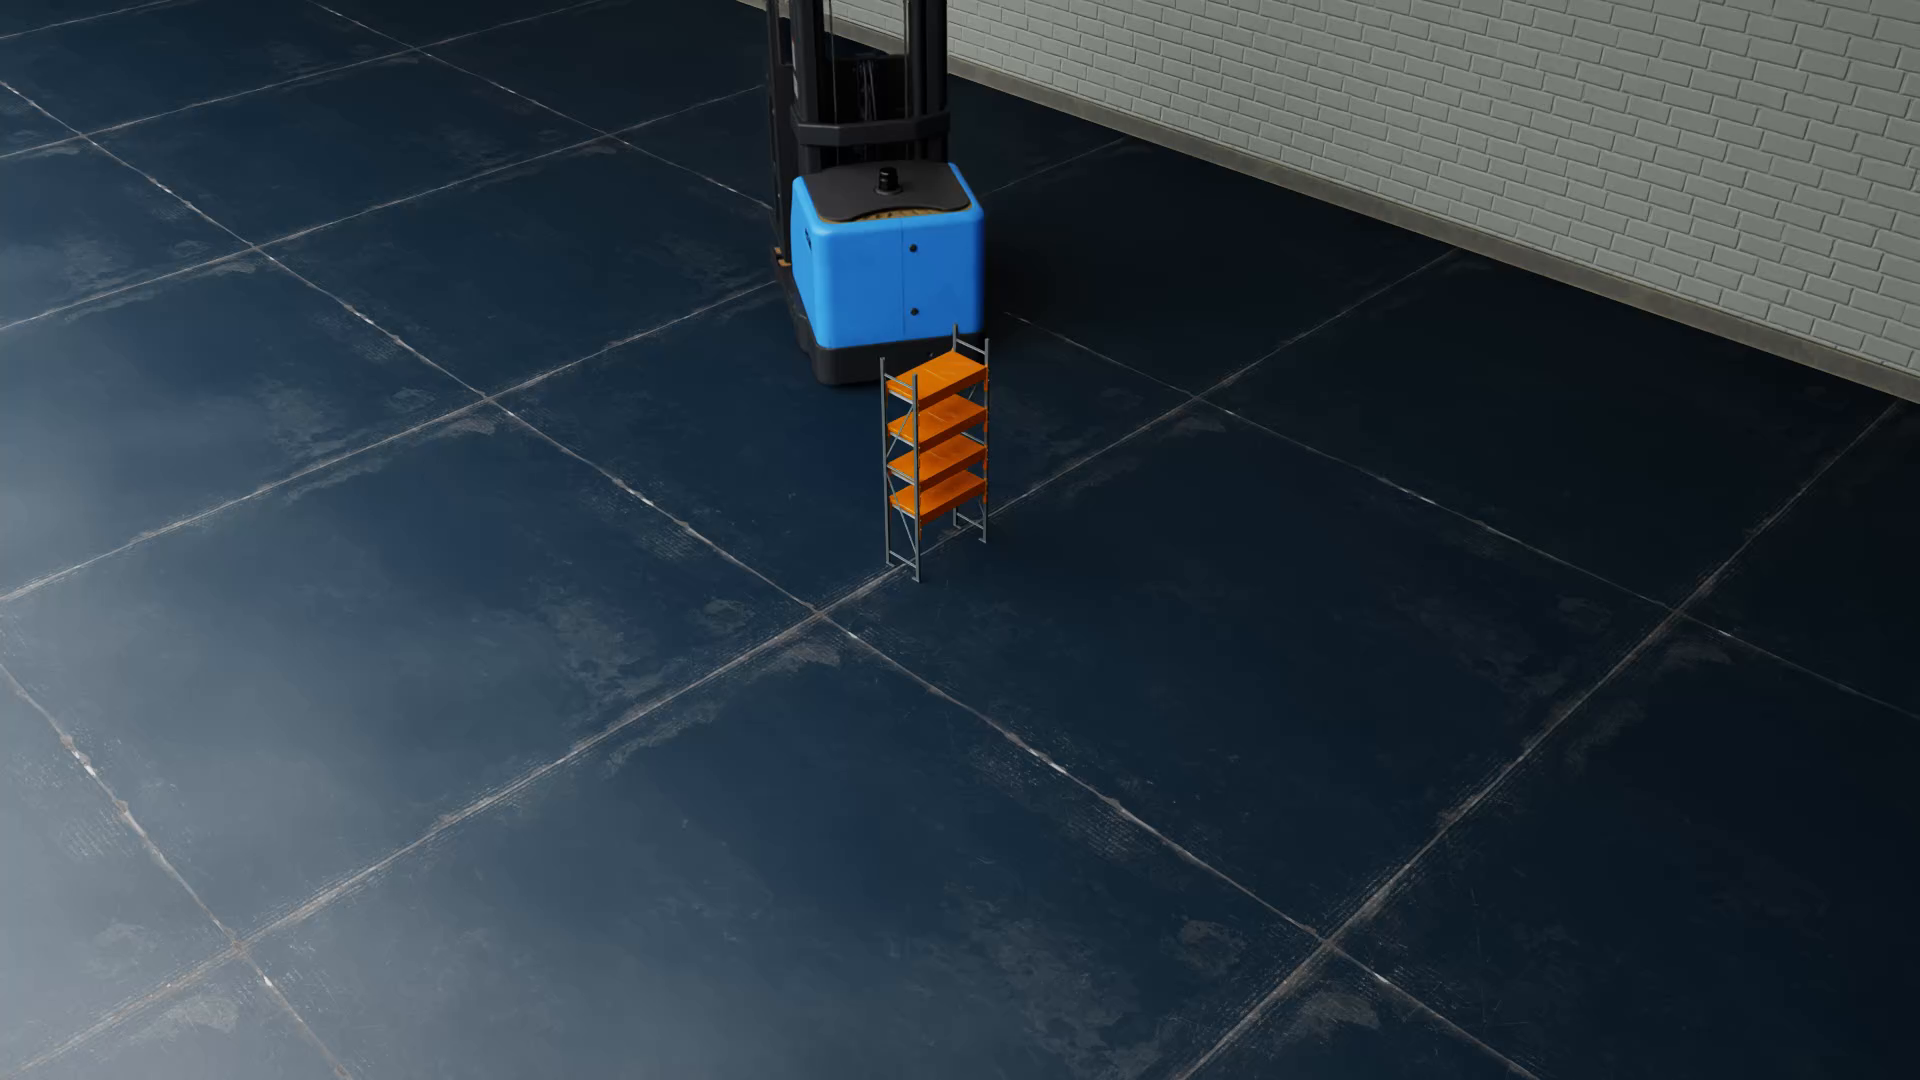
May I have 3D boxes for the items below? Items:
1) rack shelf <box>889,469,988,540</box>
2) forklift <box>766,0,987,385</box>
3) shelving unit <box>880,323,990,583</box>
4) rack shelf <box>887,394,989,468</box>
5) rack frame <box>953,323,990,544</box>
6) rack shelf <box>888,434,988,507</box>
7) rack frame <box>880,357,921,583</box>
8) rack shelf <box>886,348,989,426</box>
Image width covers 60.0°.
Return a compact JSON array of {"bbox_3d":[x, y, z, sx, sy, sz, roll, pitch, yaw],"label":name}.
[{"bbox_3d":[-0.117,-0.207,8.453,0.258,0.148,0.480,30,45,35],"label":"rack shelf"},{"bbox_3d":[-0.676,-2.970,10.437,1.130,2.935,3.031,-8,36,-11],"label":"forklift"},{"bbox_3d":[-0.117,-0.425,8.301,0.258,1.200,0.503,30,45,35],"label":"shelving unit"},{"bbox_3d":[-0.117,-0.553,8.212,0.258,0.148,0.480,30,45,35],"label":"rack shelf"},{"bbox_3d":[0.055,-0.524,8.443,0.240,1.200,0.015,30,45,35],"label":"rack frame"},{"bbox_3d":[-0.117,-0.370,8.340,0.258,0.148,0.480,30,45,35],"label":"rack shelf"},{"bbox_3d":[-0.289,-0.326,8.159,0.240,1.200,0.015,30,45,35],"label":"rack frame"},{"bbox_3d":[-0.117,-0.747,8.076,0.258,0.148,0.480,30,45,35],"label":"rack shelf"}]
